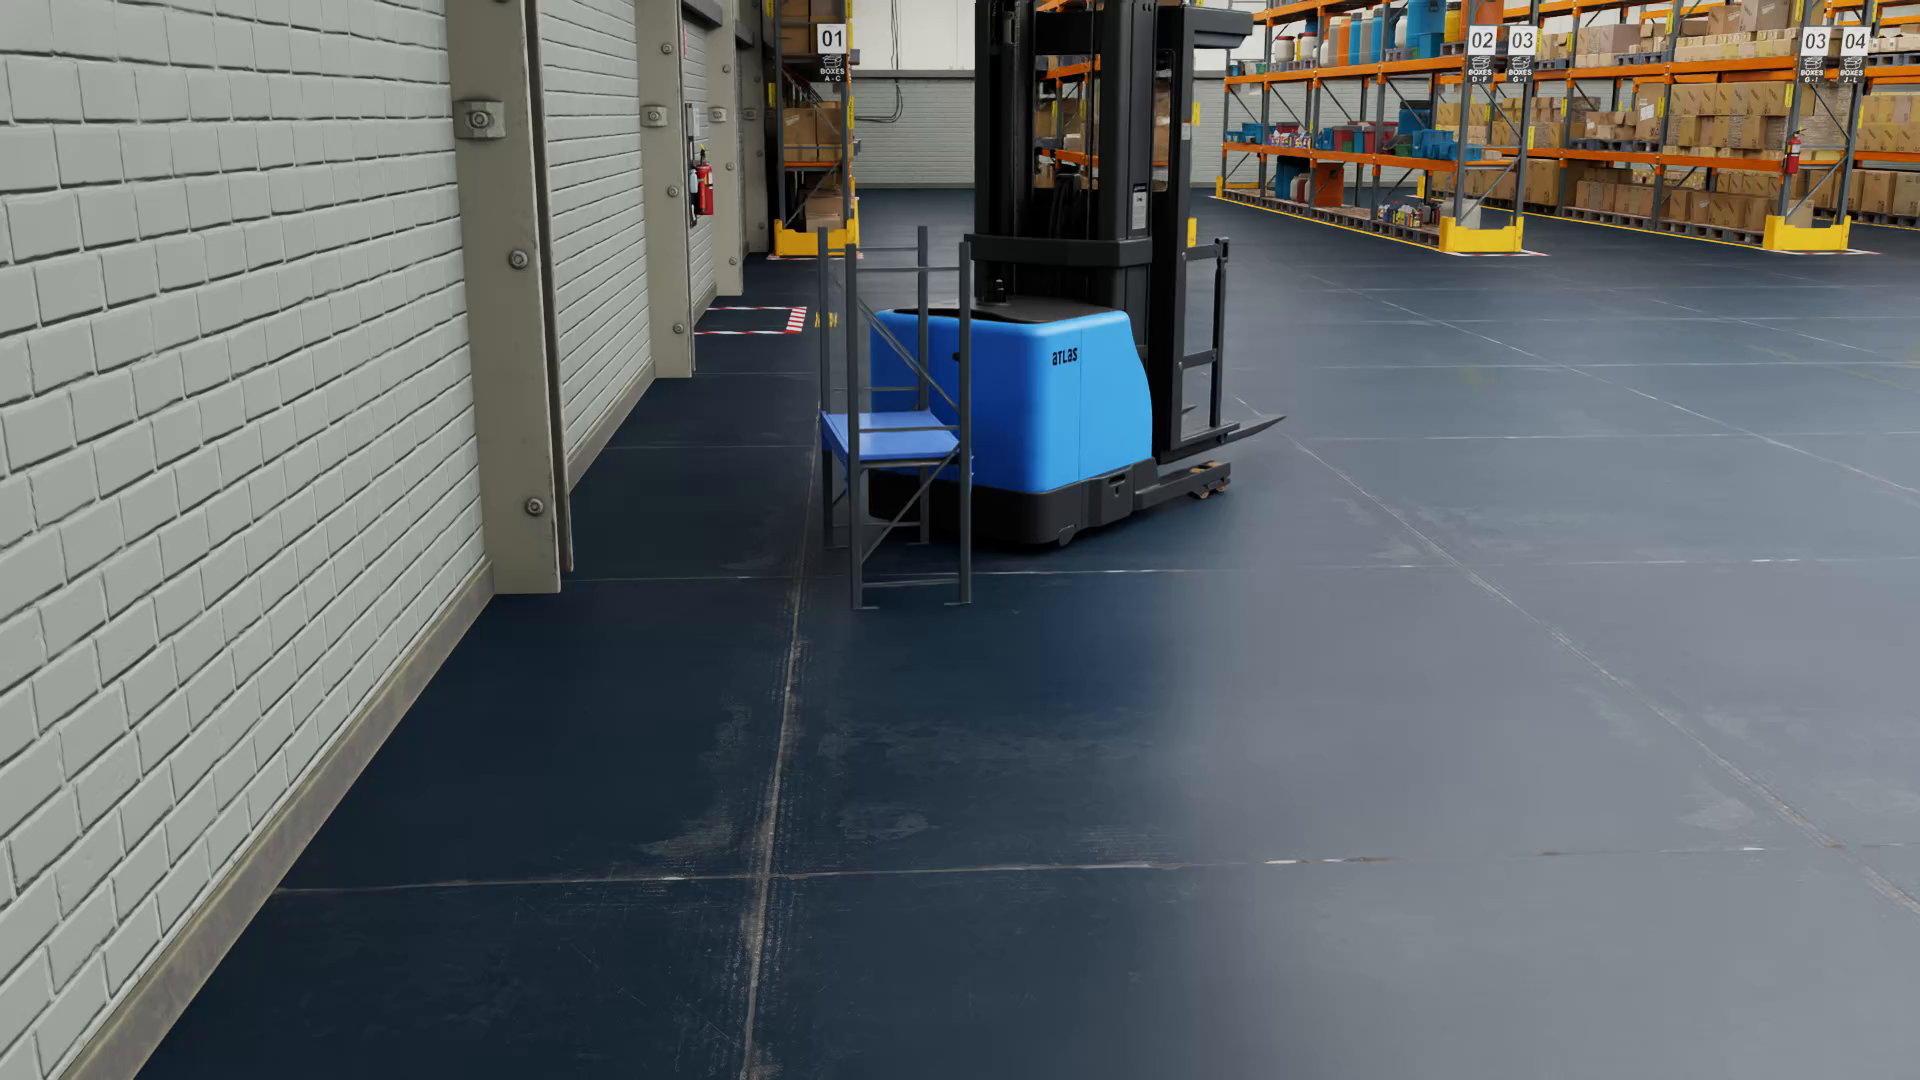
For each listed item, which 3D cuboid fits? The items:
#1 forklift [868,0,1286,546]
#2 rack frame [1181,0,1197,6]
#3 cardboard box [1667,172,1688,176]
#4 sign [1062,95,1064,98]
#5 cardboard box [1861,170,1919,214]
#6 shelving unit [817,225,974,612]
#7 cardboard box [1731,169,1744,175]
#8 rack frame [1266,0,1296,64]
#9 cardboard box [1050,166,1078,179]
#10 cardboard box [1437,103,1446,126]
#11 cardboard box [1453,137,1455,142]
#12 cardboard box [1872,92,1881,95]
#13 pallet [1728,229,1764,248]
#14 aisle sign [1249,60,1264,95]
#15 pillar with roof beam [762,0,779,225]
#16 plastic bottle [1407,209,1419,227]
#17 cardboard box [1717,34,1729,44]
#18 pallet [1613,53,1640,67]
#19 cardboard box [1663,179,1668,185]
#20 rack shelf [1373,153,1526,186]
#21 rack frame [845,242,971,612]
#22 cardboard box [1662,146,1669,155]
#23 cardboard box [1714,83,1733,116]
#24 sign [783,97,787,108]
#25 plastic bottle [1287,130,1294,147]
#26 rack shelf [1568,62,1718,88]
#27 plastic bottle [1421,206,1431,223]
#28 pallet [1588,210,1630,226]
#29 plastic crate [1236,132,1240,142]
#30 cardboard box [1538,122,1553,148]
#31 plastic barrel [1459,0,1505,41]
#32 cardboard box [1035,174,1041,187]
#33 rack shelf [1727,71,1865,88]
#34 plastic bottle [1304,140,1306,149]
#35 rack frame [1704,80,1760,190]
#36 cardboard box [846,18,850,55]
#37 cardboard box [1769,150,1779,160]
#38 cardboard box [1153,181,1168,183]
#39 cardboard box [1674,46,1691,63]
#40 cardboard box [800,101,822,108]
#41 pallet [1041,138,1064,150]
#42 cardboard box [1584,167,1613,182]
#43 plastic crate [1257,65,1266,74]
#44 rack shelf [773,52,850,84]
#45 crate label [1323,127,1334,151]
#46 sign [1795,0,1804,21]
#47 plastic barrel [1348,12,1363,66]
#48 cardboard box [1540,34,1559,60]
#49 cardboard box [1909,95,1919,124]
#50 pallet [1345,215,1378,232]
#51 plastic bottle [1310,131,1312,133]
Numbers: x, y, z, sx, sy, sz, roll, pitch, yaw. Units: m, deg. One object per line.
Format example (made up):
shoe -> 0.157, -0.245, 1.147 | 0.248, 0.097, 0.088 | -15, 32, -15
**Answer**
forklift -> 0.819, -1.702, 8.758 | 1.130, 2.935, 3.031 | 10, 18, 35
rack frame -> 2.845, -8.571, 23.279 | 1.000, 3.000, 0.127 | -1, 14, -3
cardboard box -> 16.604, -8.436, 38.477 | 0.380, 0.149, 0.250 | -1, 14, -3
sign -> 2.409, -10.362, 39.323 | 0.100, 0.325, 0.005 | -1, 14, -3
cardboard box -> 17.257, -6.371, 30.439 | 1.050, 0.750, 0.750 | -1, 14, -3
shelving unit -> -0.300, -0.570, 7.232 | 0.538, 1.500, 1.048 | -3, 15, -10
cardboard box -> 16.763, -7.889, 35.338 | 0.500, 0.250, 0.500 | 0, 14, -2
rack frame -> 7.046, -11.631, 35.172 | 1.000, 3.000, 0.127 | -1, 14, -3
cardboard box -> 2.050, -7.264, 32.867 | 0.500, 0.250, 0.500 | 0, 14, -1
cardboard box -> 11.533, -9.984, 39.008 | 0.500, 0.500, 0.500 | -1, 14, -5
cardboard box -> 11.531, -9.199, 38.265 | 0.380, 0.149, 0.250 | -1, 14, -5
cardboard box -> 21.432, -10.318, 38.598 | 0.380, 0.149, 0.250 | -1, 14, -5
pallet -> 12.713, -4.689, 25.826 | 1.003, 0.211, 1.213 | -1, 14, -3
aisle sign -> 7.086, -11.002, 39.549 | 0.394, 0.787, 0.004 | -1, 14, -3
pillar with roof beam -> 0.919, -10.213, 29.661 | 9.100, 9.000, 0.400 | -1, 14, -3
plastic bottle -> 7.250, -5.148, 26.599 | 0.152, 0.276, 0.135 | -1, 14, -3
cardboard box -> 12.316, -7.976, 26.488 | 0.380, 0.149, 0.250 | -1, 14, -5
pallet -> 12.486, -8.587, 29.739 | 1.213, 0.211, 1.003 | -1, 14, -3
cardboard box -> 16.615, -8.355, 38.763 | 0.380, 0.149, 0.250 | 0, 14, -1
rack shelf -> 7.665, -5.890, 26.343 | 1.077, 0.370, 4.000 | -1, 14, -3
rack frame -> -0.204, -0.446, 6.748 | 0.500, 1.500, 0.032 | -3, 15, -10
cardboard box -> 12.198, -6.633, 28.289 | 0.380, 0.149, 0.250 | -1, 14, -3
cardboard box -> 12.364, -7.000, 26.410 | 0.500, 0.500, 0.500 | -1, 14, -3
sign -> -2.900, -7.134, 27.411 | 0.100, 0.325, 0.005 | -1, 14, -3
plastic bottle -> 6.784, -8.205, 33.993 | 0.144, 0.351, 0.185 | -1, 14, -3
rack shelf -> 12.361, -8.414, 30.133 | 1.077, 0.370, 4.000 | -1, 14, -3
plastic bottle -> 7.735, -5.418, 27.647 | 0.152, 0.276, 0.135 | -1, 14, -3
pallet -> 12.356, -5.960, 30.766 | 1.003, 0.211, 1.213 | -1, 14, -3
plastic crate -> 6.566, -9.274, 38.268 | 0.416, 0.233, 0.300 | -1, 14, -3
cardboard box -> 11.934, -8.099, 33.282 | 0.500, 0.500, 0.500 | -1, 14, -4
plastic barrel -> 7.632, -7.724, 24.303 | 0.600, 0.830, 0.708 | -1, 14, -3
cardboard box -> 1.888, -7.528, 35.400 | 0.500, 0.500, 0.500 | -2, 15, -6
rack shelf -> 17.070, -9.460, 34.199 | 1.077, 0.370, 4.000 | -1, 14, -3
plastic bottle -> 6.839, -7.815, 32.779 | 0.097, 0.201, 0.097 | 0, 14, 0
rack frame -> 16.946, -8.853, 36.417 | 1.000, 3.000, 0.127 | -1, 14, -3
cardboard box -> -1.868, -7.320, 24.197 | 0.500, 0.500, 0.500 | 0, 14, 0
cardboard box -> 12.494, -5.826, 25.154 | 0.380, 0.149, 0.250 | -1, 14, -3
cardboard box -> 2.957, -5.286, 25.721 | 0.500, 0.500, 0.500 | -1, 14, -3
cardboard box -> 12.257, -8.077, 27.678 | 0.500, 0.250, 0.500 | -1, 15, -6
cardboard box -> -2.881, -8.252, 31.736 | 0.500, 0.250, 0.500 | 0, 14, -2
pallet -> 2.237, -7.730, 32.434 | 1.213, 0.211, 1.003 | -1, 14, -3
cardboard box -> 12.308, -7.007, 31.868 | 0.500, 0.250, 0.500 | 0, 14, -1
plastic crate -> 6.718, -10.176, 35.963 | 0.450, 0.188, 0.662 | -1, 14, -3
rack shelf -> -2.223, -7.190, 25.375 | 1.077, 0.370, 4.000 | -1, 14, -3
crate label -> 7.085, -7.497, 31.072 | 0.502, 0.435, 0.616 | -1, 14, -3
sign -> 12.177, -7.696, 24.119 | 0.100, 0.325, 0.005 | -1, 14, -3
plastic barrel -> 7.212, -8.880, 29.493 | 0.600, 0.901, 0.708 | -1, 14, -3
cardboard box -> 11.986, -9.876, 33.326 | 0.500, 0.500, 0.500 | 0, 14, 0
cardboard box -> 17.371, -7.648, 29.523 | 0.700, 0.500, 0.500 | -1, 14, -4
pallet -> 7.454, -5.580, 29.291 | 1.003, 0.211, 1.213 | -1, 14, -3
plastic bottle -> 7.429, -8.478, 35.057 | 0.144, 0.351, 0.185 | -1, 14, -3
